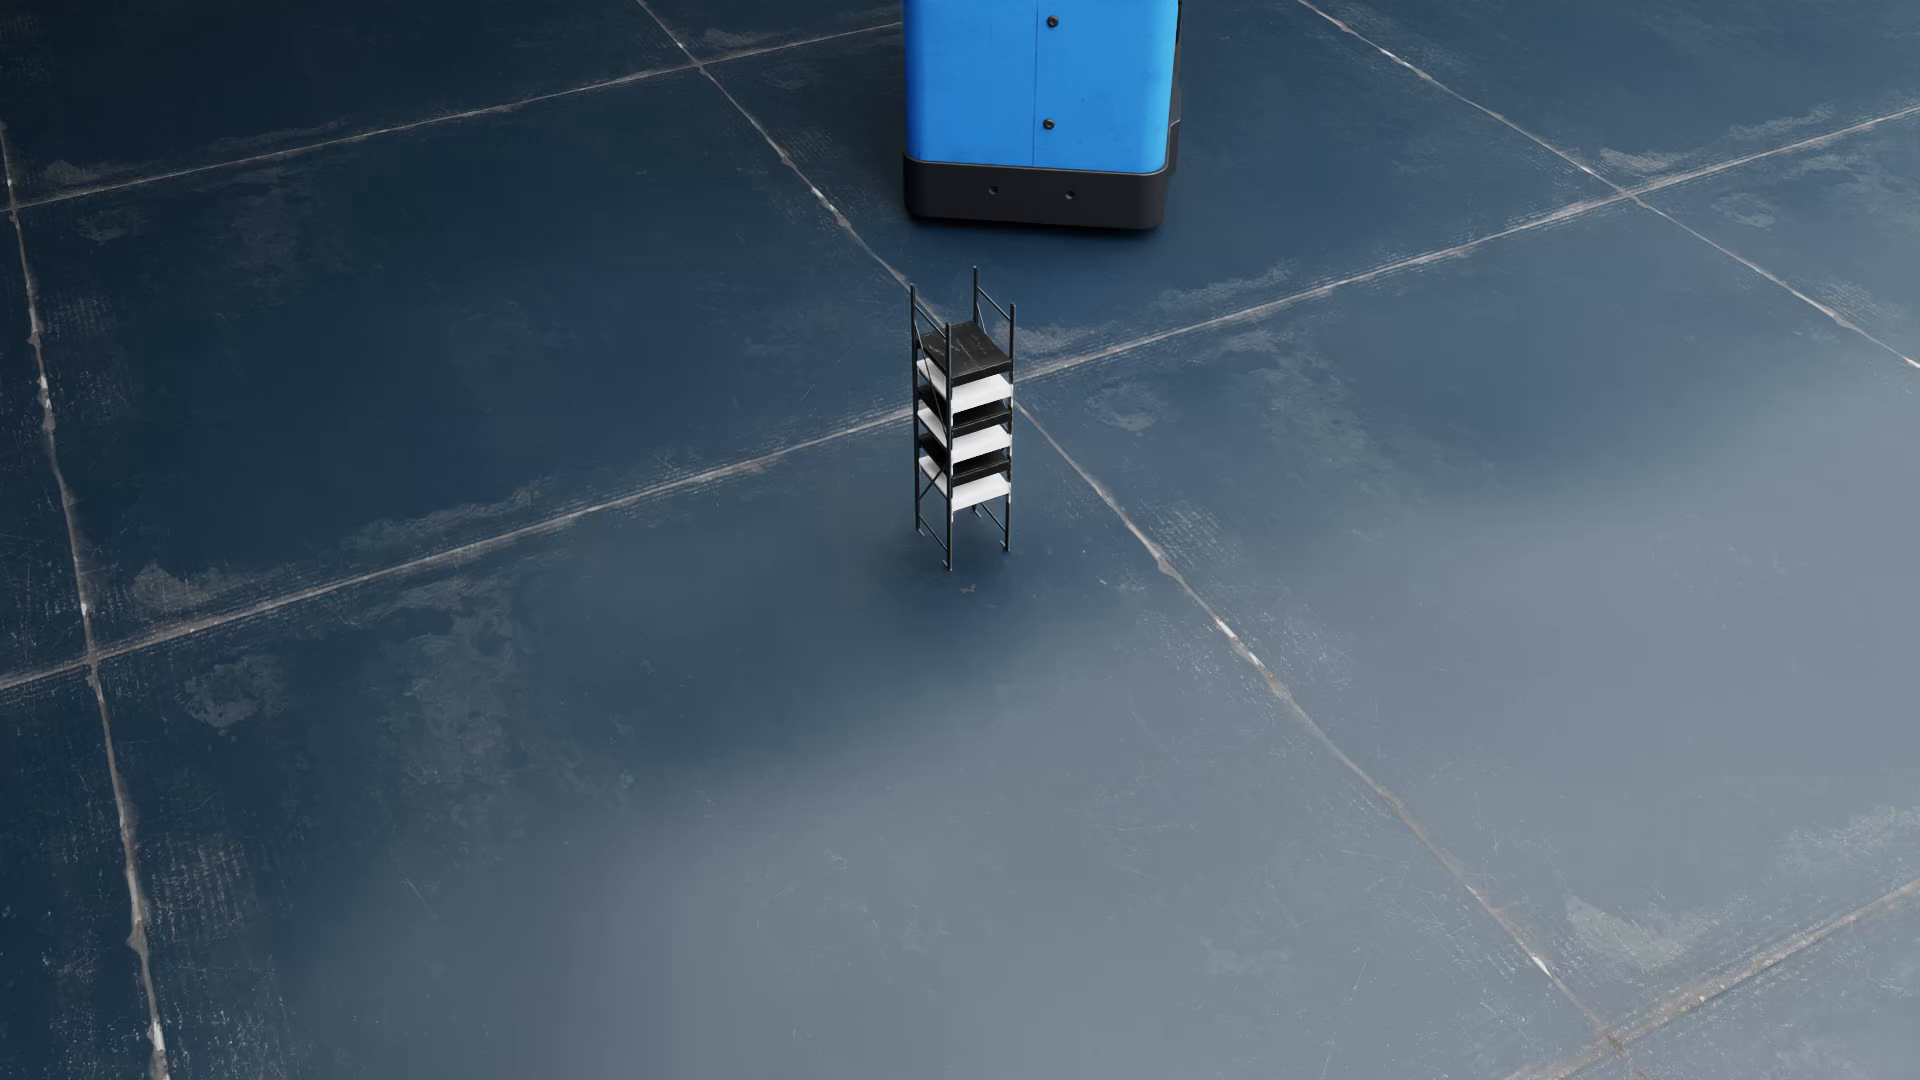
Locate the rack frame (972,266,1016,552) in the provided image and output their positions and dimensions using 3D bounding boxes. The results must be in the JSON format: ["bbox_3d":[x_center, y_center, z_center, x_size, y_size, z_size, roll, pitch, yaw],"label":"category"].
[{"bbox_3d":[0.097,-0.376,4.998,0.006,0.900,0.240,-19,44,-21],"label":"rack frame"}]

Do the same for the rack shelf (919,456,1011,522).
[{"bbox_3d":[0.007,-0.183,5.100,0.200,0.077,0.258,-19,44,-21],"label":"rack shelf"}]

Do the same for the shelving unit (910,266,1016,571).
[{"bbox_3d":[0.007,-0.346,4.962,0.210,0.900,0.258,-19,44,-21],"label":"shelving unit"}]

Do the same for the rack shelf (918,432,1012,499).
[{"bbox_3d":[0.007,-0.252,5.042,0.200,0.077,0.258,-19,44,-21],"label":"rack shelf"}]

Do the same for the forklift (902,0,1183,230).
[{"bbox_3d":[0.465,-3.298,6.878,1.130,2.935,3.031,5,40,5],"label":"forklift"}]

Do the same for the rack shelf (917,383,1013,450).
[{"bbox_3d":[0.007,-0.389,4.925,0.200,0.077,0.258,-19,44,-21],"label":"rack shelf"}]

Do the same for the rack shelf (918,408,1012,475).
[{"bbox_3d":[0.007,-0.320,4.984,0.200,0.077,0.258,-19,44,-21],"label":"rack shelf"}]

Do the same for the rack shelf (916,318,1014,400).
[{"bbox_3d":[0.007,-0.527,4.809,0.200,0.077,0.258,-19,44,-21],"label":"rack shelf"}]

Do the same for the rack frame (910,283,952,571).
[{"bbox_3d":[-0.083,-0.316,4.926,0.006,0.900,0.240,-19,44,-21],"label":"rack frame"}]

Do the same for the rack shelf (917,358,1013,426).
[{"bbox_3d":[0.007,-0.458,4.867,0.200,0.077,0.258,-19,44,-21],"label":"rack shelf"}]
